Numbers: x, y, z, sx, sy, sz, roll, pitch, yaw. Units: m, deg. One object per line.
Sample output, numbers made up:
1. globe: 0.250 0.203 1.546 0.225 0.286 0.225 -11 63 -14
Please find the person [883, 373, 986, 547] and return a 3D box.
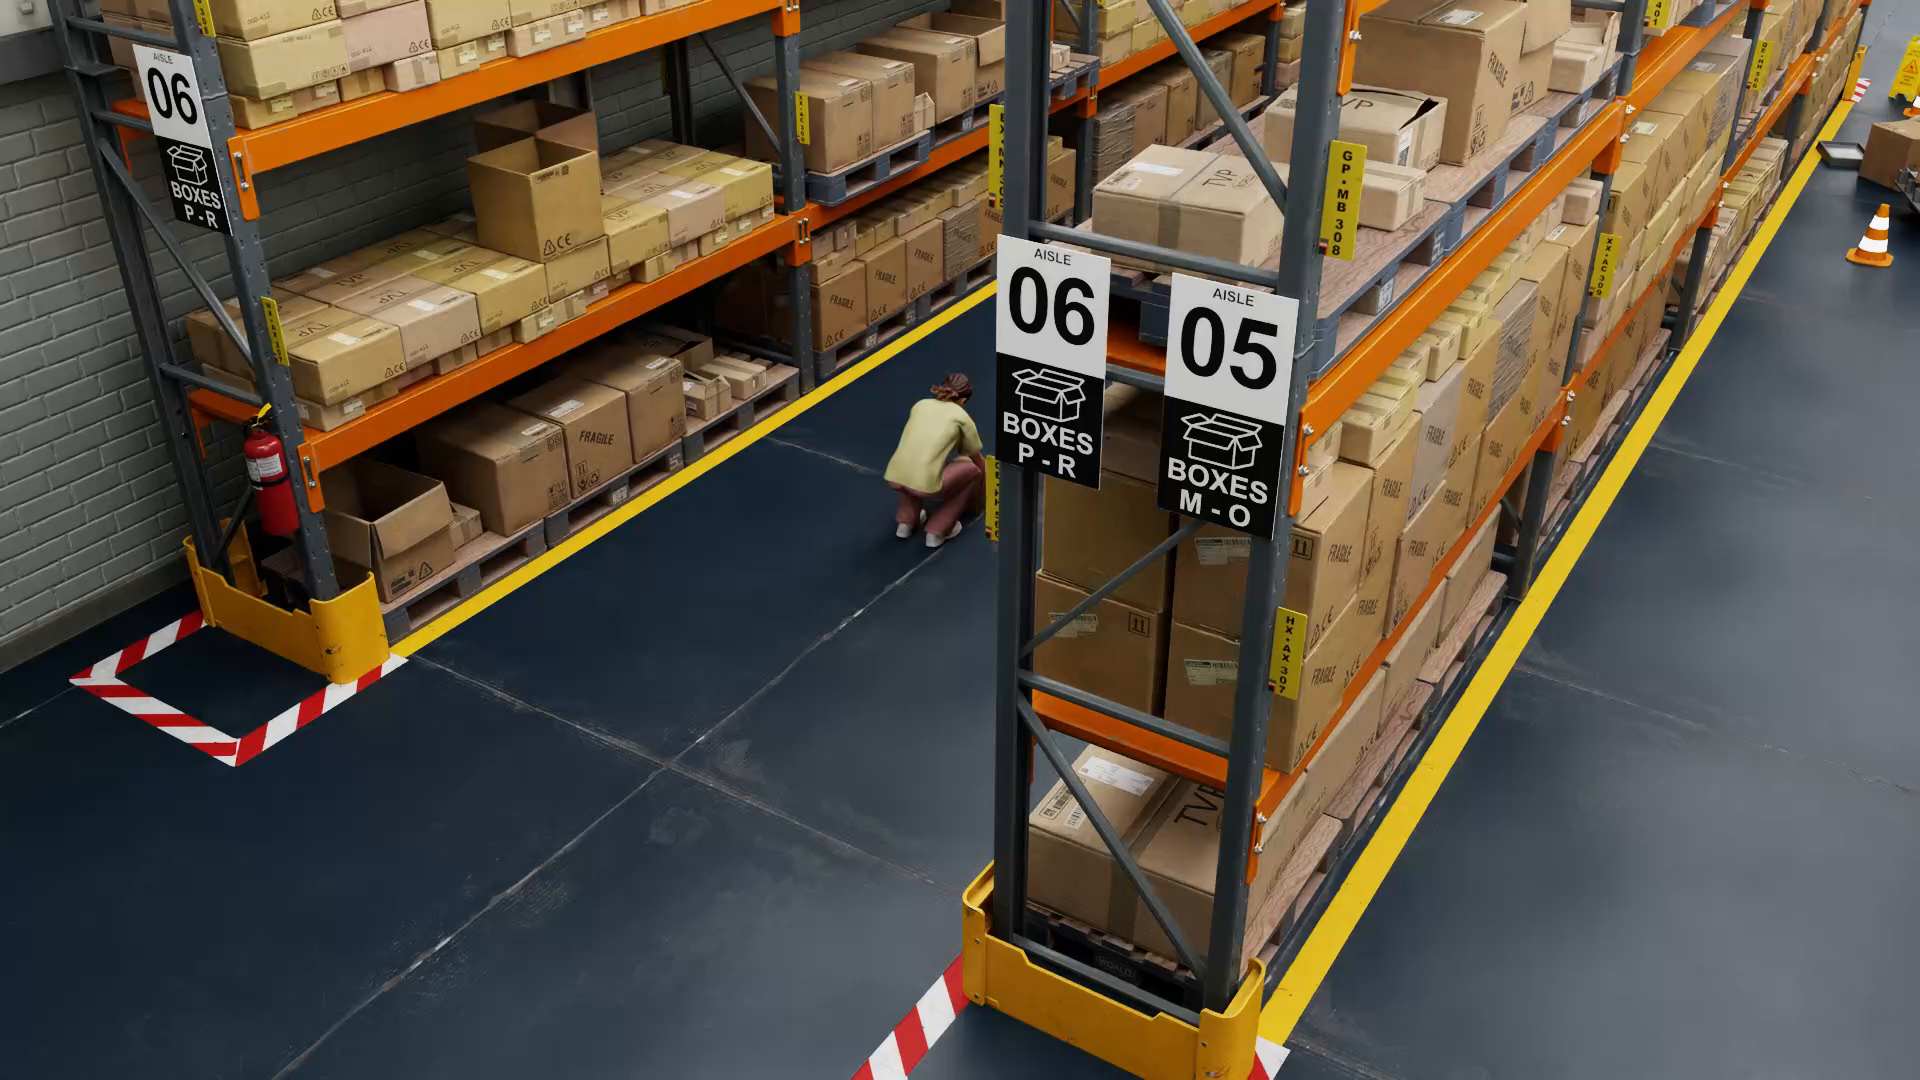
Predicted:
1. person: -0.144 -0.468 9.785 0.486 0.856 0.802 18 35 27
